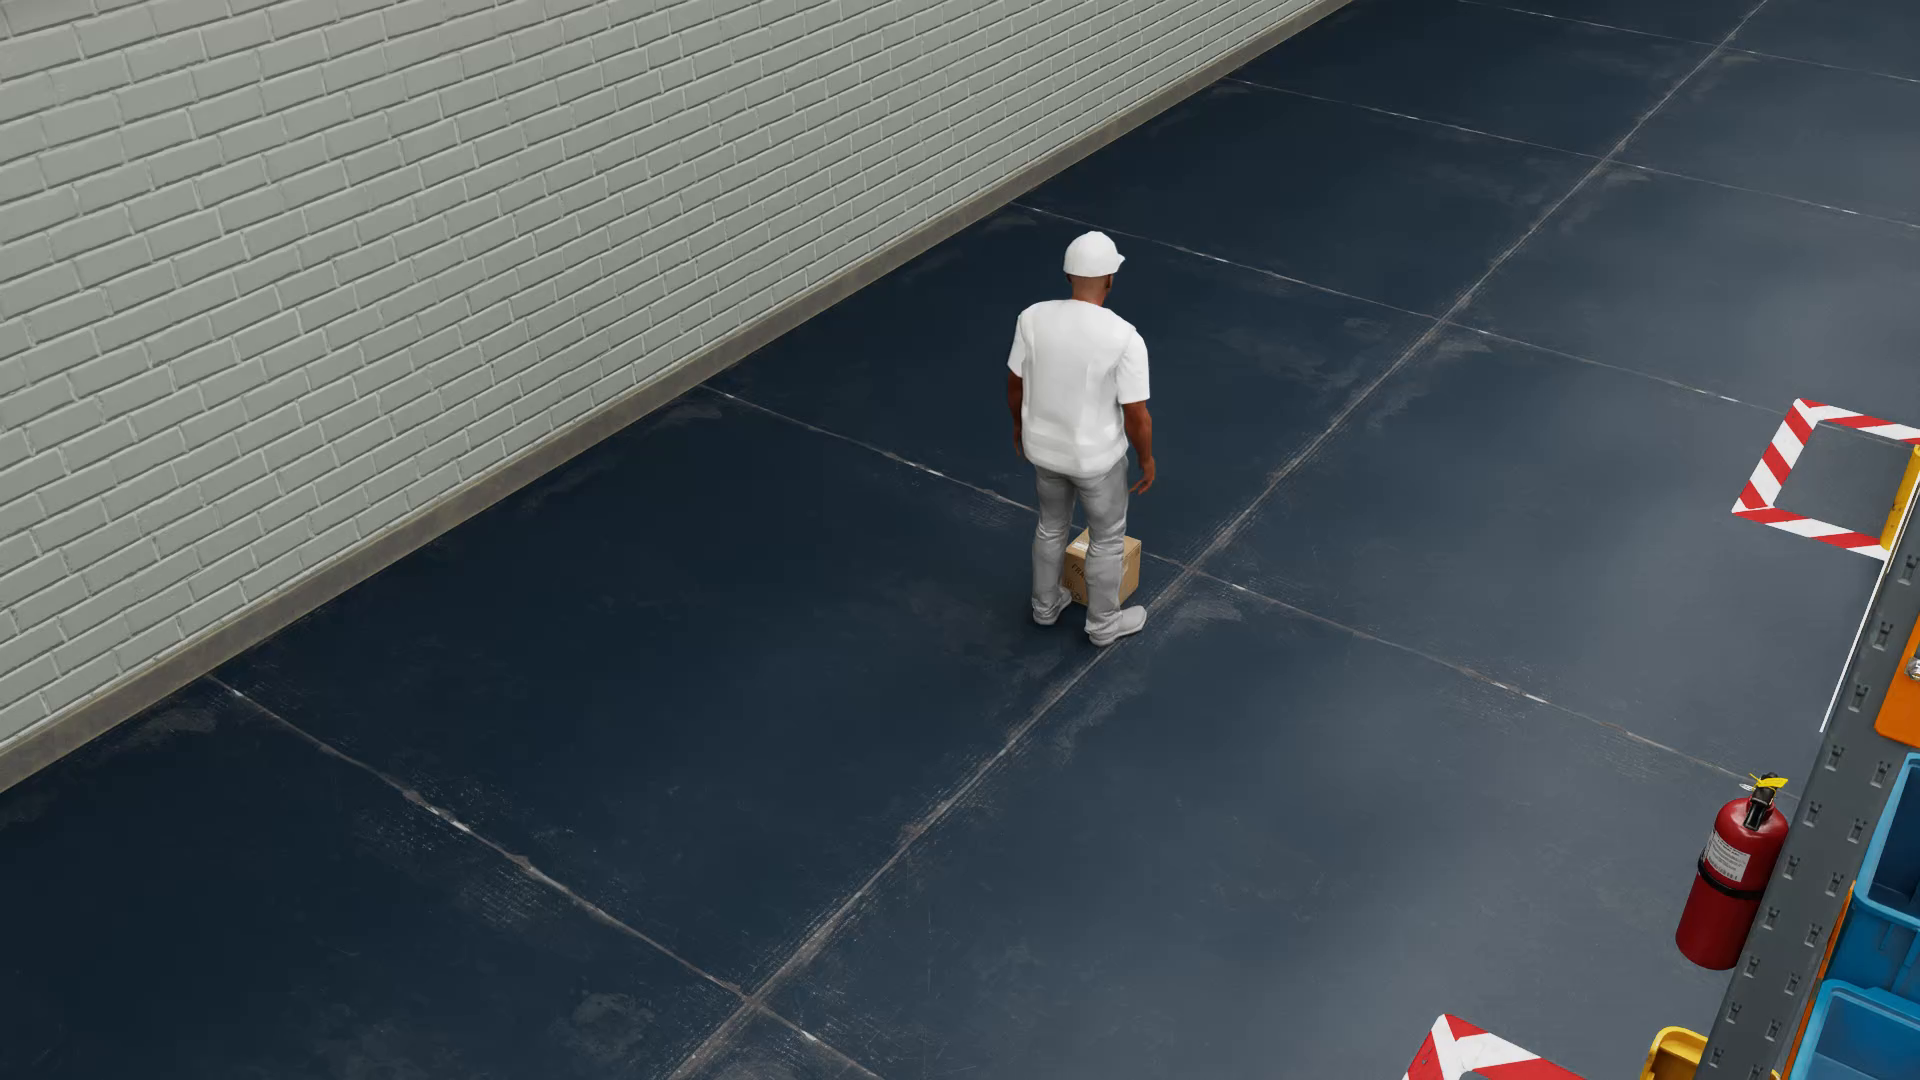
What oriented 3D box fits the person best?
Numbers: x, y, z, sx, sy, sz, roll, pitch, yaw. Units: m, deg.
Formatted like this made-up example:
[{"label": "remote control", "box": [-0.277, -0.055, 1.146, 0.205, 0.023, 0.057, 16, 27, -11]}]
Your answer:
[{"label": "person", "box": [0.487, -0.390, 6.697, 0.636, 1.761, 0.454, 20, 39, 26]}]
